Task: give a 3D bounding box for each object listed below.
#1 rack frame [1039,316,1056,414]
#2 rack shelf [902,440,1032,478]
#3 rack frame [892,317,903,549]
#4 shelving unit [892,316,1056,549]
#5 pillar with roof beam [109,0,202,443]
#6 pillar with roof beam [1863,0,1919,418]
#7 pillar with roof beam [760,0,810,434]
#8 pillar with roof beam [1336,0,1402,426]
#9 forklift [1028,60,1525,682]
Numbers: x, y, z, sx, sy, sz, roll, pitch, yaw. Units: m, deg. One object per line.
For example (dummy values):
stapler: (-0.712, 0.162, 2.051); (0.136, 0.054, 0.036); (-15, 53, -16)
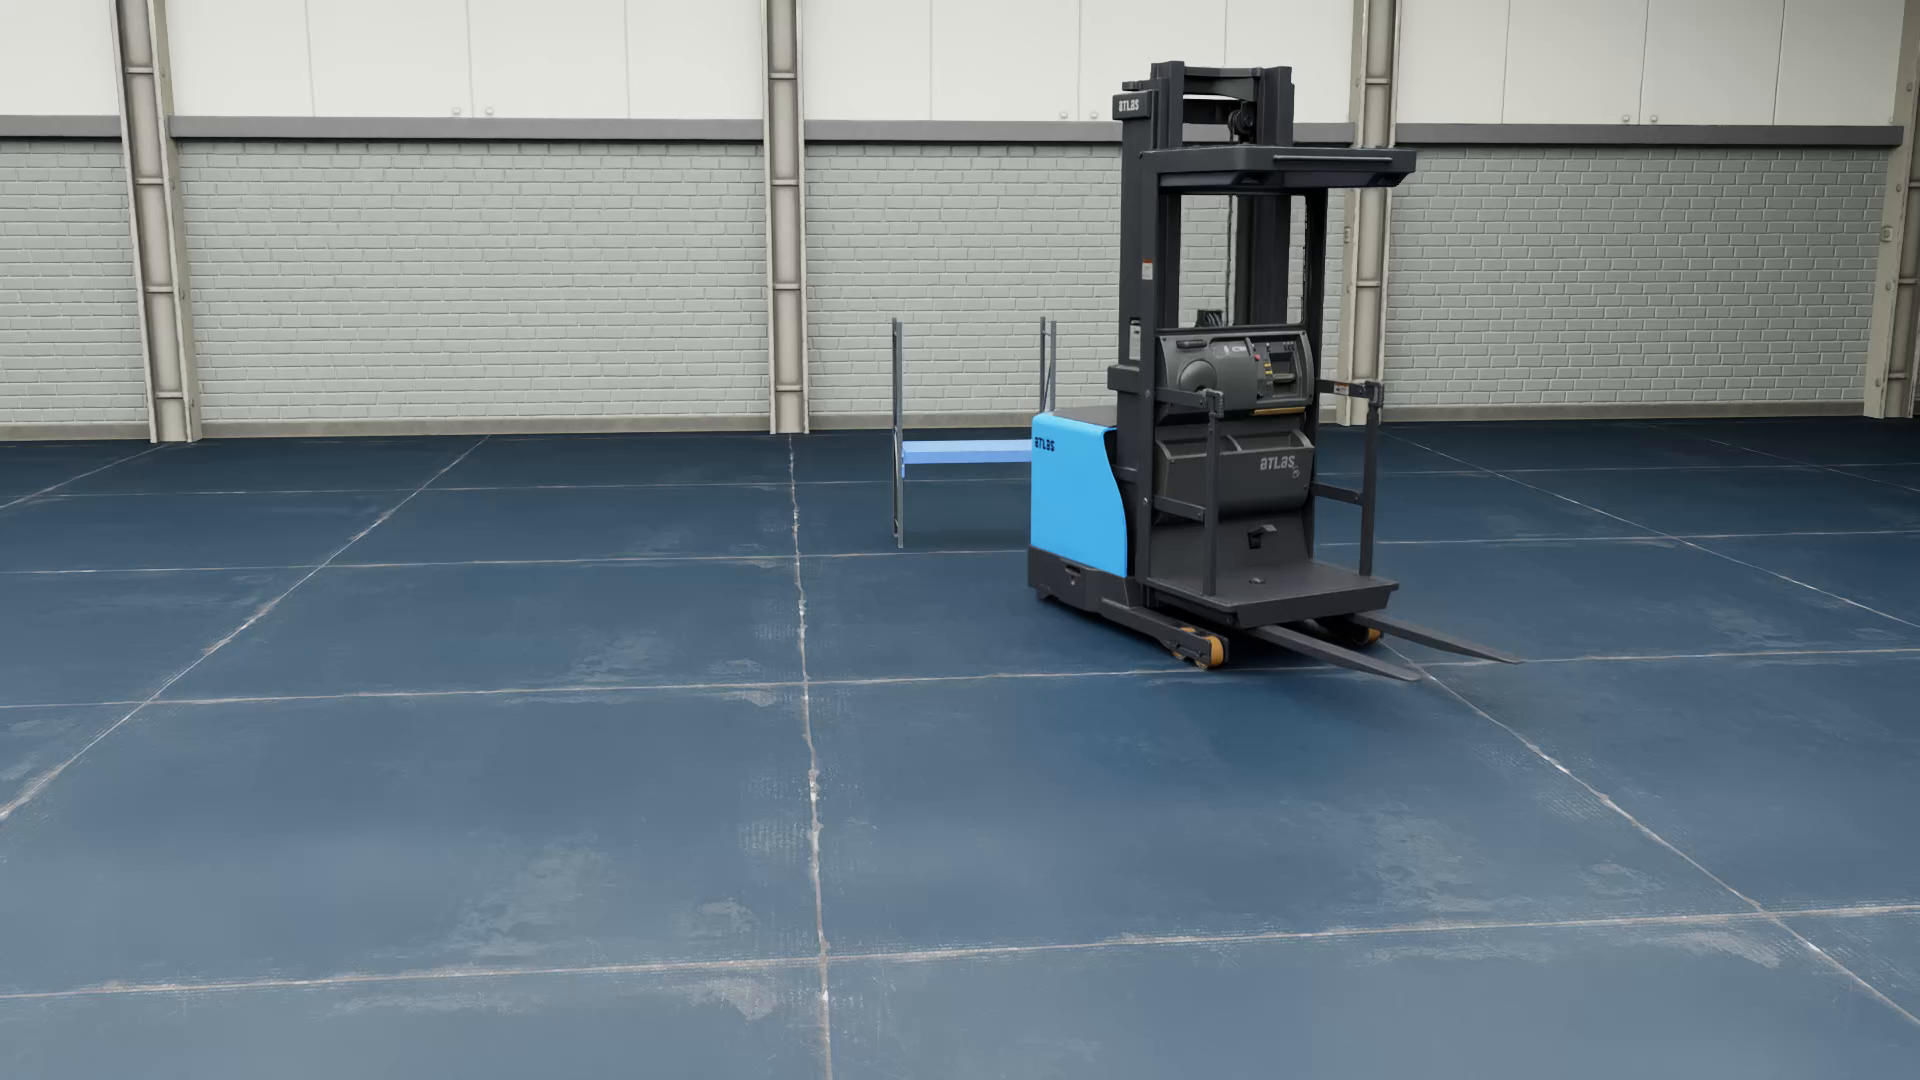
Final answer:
rack frame: (0.590, -0.748, 11.286); (0.032, 1.500, 0.500); (-1, 11, -6)
rack shelf: (0.085, -0.561, 11.267); (1.000, 0.185, 0.538); (-1, 11, -6)
rack frame: (-0.421, -0.727, 11.179); (0.032, 1.500, 0.500); (-1, 11, -6)
shelving unit: (0.085, -0.738, 11.232); (1.048, 1.500, 0.538); (-1, 11, -6)
pillar with roof beam: (-7.241, -4.573, 11.300); (0.400, 9.000, 9.100); (-1, 11, -6)
pillar with roof beam: (10.654, -4.948, 13.208); (0.400, 9.000, 9.100); (-1, 11, -6)
pillar with roof beam: (-1.276, -4.698, 11.936); (0.400, 9.000, 9.100); (-1, 11, -6)
pillar with roof beam: (4.689, -4.823, 12.572); (0.400, 9.000, 9.100); (-1, 11, -6)
forklift: (1.529, -0.904, 8.367); (1.130, 2.935, 3.031); (-6, 13, -27)
